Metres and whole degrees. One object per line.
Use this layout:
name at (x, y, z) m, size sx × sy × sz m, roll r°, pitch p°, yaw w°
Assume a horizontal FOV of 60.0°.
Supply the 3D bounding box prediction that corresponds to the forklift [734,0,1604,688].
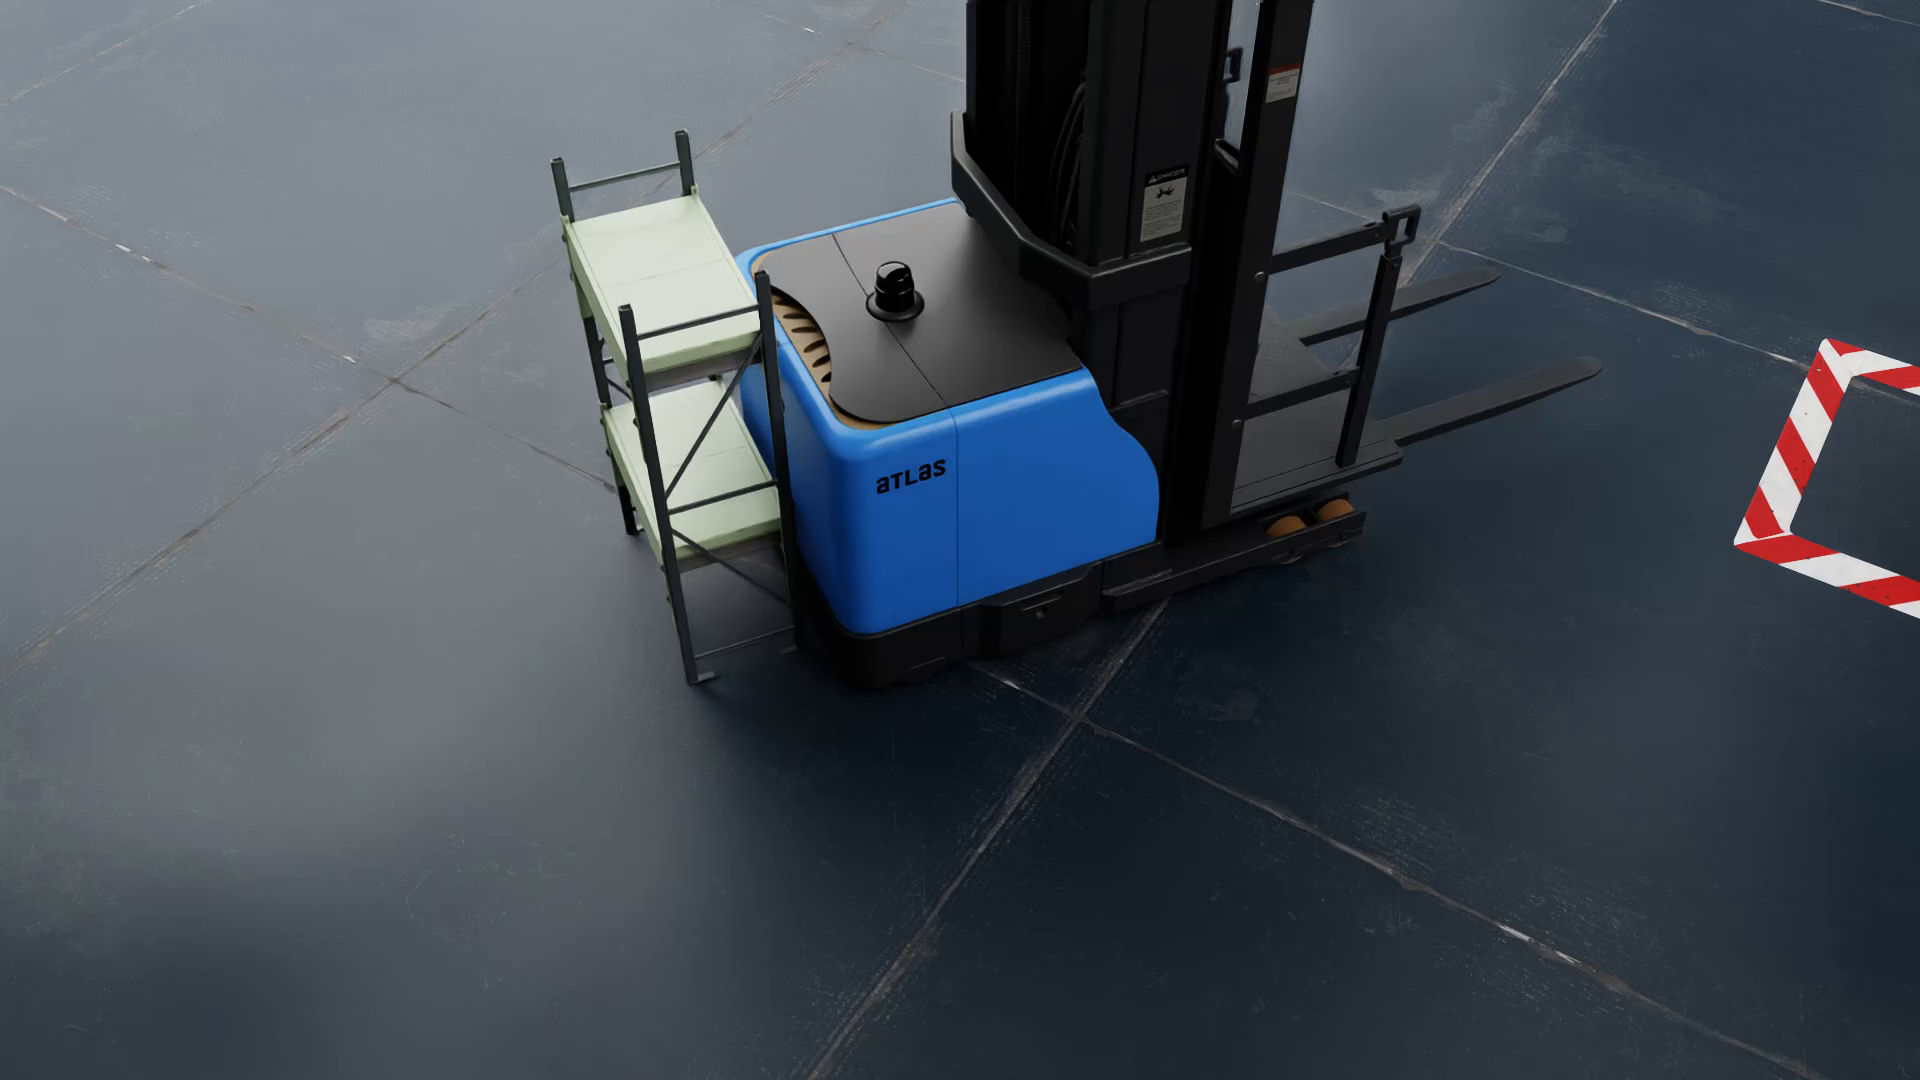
forklift at (0.828, -1.269, 4.940) m, size 3.031 × 2.935 × 1.130 m, roll -18°, pitch 48°, yaw -17°

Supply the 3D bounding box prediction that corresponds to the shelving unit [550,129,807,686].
shelving unit at (-0.829, -0.363, 5.057) m, size 0.431 × 1.500 × 0.755 m, roll -17°, pitch 48°, yaw -16°

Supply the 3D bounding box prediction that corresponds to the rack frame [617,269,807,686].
rack frame at (-0.685, -0.122, 4.823) m, size 0.400 × 1.500 × 0.023 m, roll -17°, pitch 48°, yaw -16°

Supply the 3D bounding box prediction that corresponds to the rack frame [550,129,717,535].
rack frame at (-0.973, -0.605, 5.292) m, size 0.400 × 1.500 × 0.023 m, roll -17°, pitch 48°, yaw -16°

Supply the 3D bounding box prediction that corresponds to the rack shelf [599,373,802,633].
rack shelf at (-0.829, -0.136, 5.291) m, size 0.431 × 0.370 × 0.720 m, roll -17°, pitch 48°, yaw -16°

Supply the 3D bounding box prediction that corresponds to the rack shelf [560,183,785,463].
rack shelf at (-0.829, -0.635, 4.777) m, size 0.431 × 0.370 × 0.720 m, roll -17°, pitch 48°, yaw -16°
